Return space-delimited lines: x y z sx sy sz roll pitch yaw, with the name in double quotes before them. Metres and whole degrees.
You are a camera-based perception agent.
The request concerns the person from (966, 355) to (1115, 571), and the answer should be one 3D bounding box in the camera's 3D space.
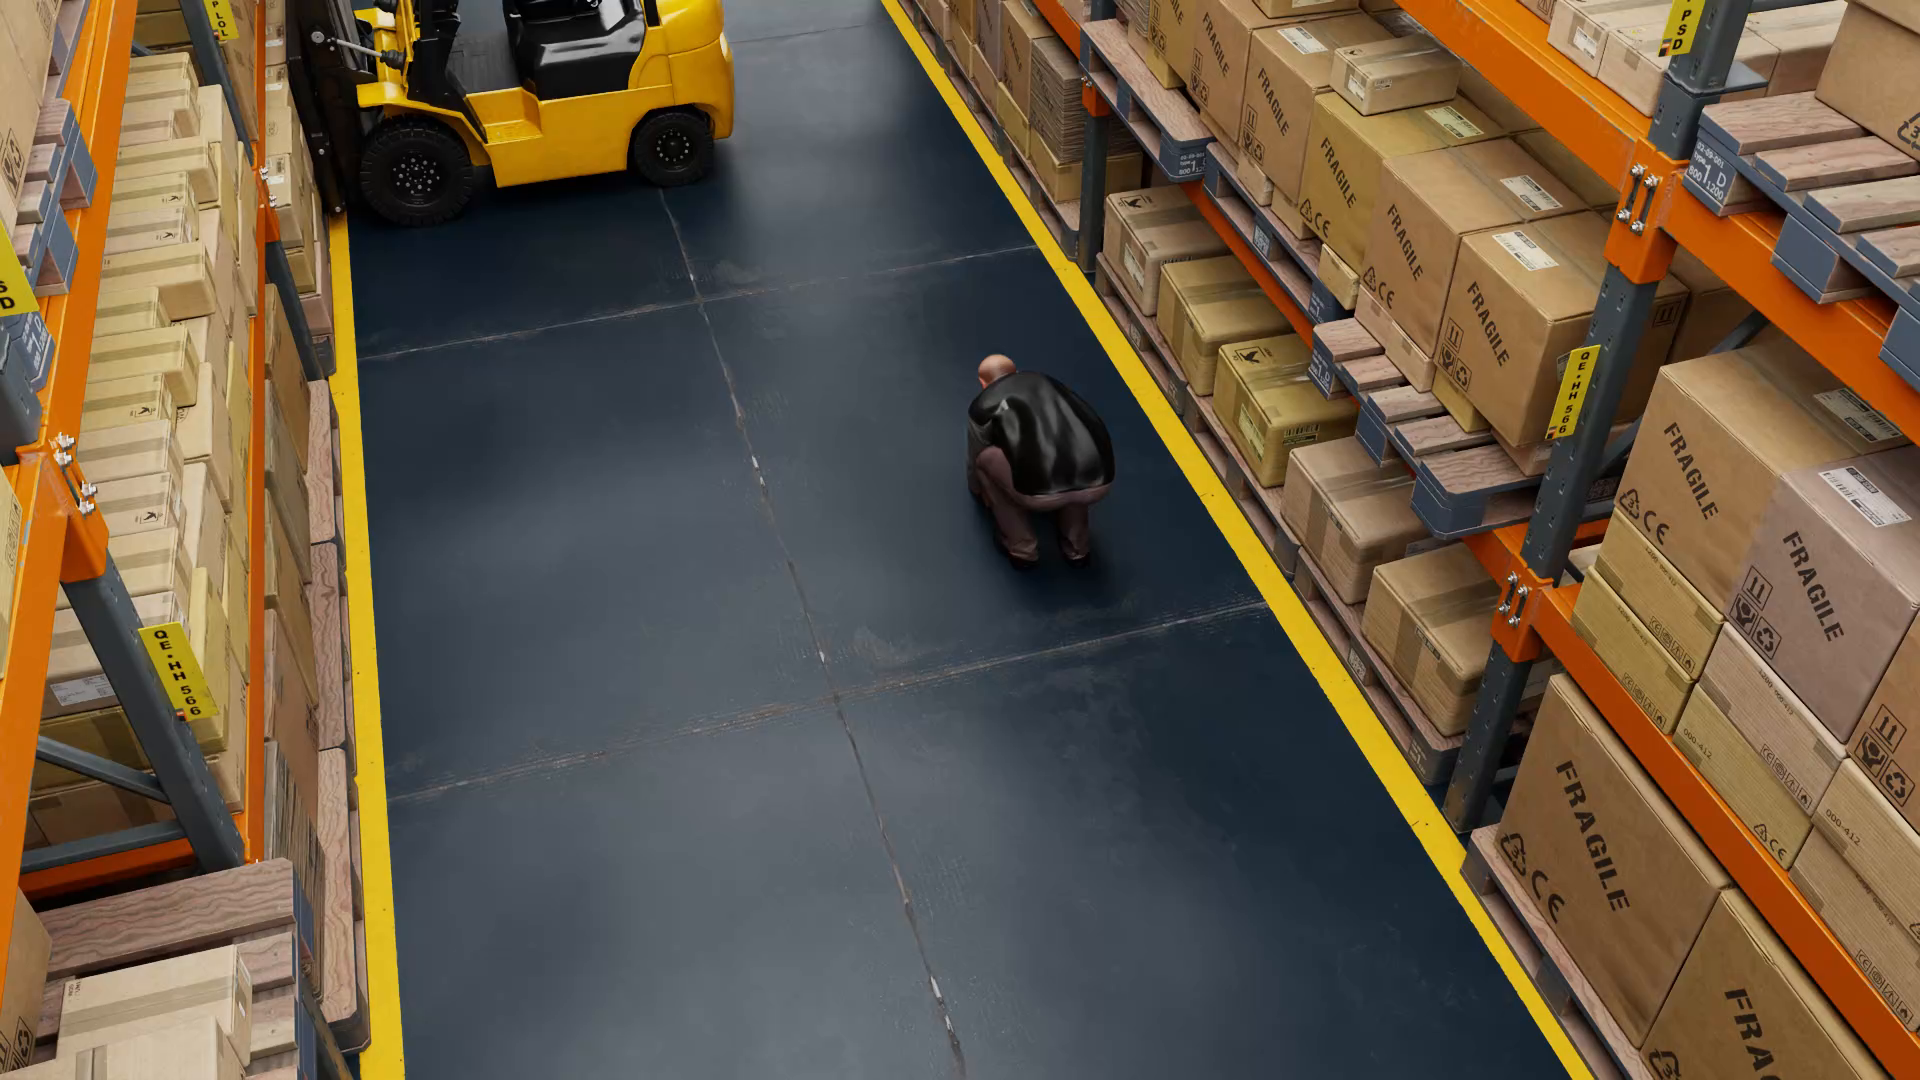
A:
"person" 0.319 -0.341 7.238 0.500 0.847 0.952 -13 44 -14
